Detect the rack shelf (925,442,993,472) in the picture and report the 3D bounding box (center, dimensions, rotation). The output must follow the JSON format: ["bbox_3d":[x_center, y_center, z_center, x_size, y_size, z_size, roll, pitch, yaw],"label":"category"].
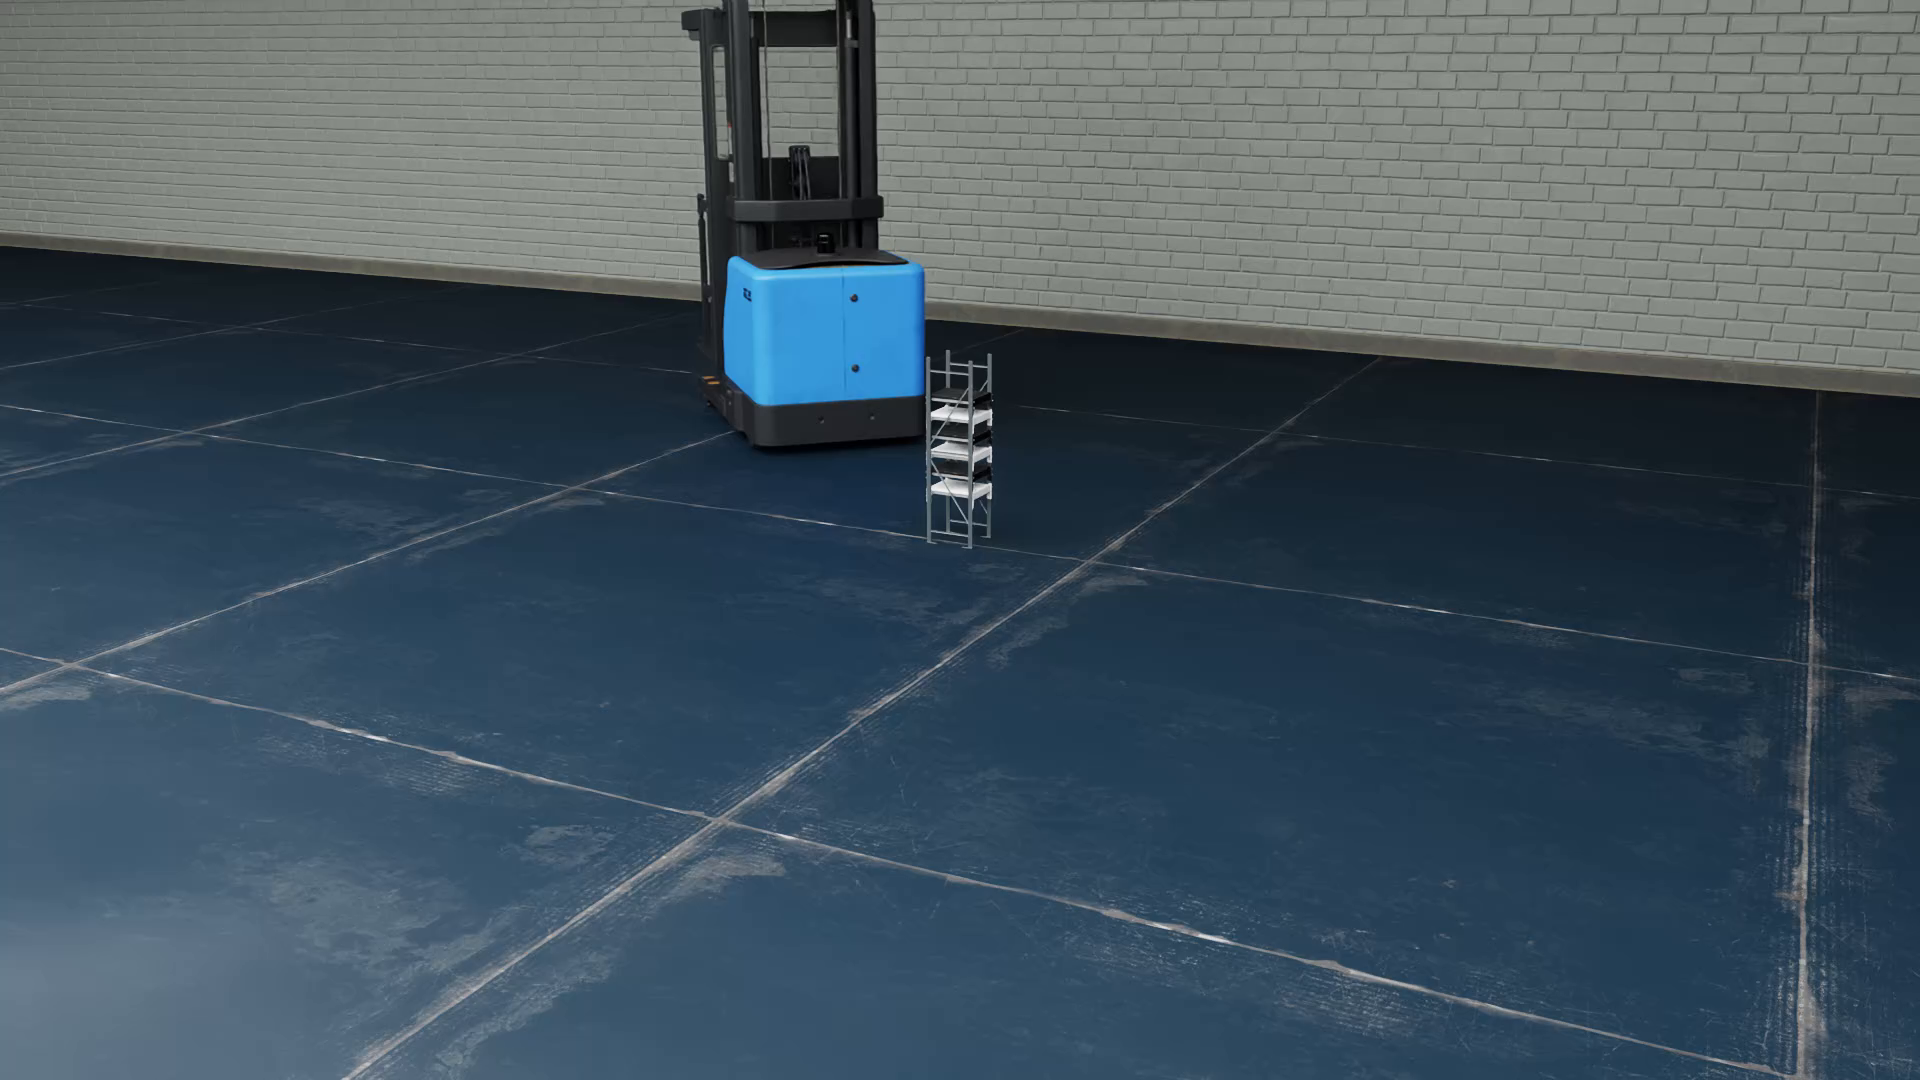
[{"bbox_3d":[-0.004,-0.397,7.899,0.258,0.077,0.200,8,18,25],"label":"rack shelf"}]

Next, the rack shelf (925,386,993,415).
[{"bbox_3d":[-0.004,-0.656,7.822,0.258,0.077,0.200,8,18,25],"label":"rack shelf"}]

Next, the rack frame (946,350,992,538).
[{"bbox_3d":[0.042,-0.455,7.976,0.240,0.900,0.006,8,18,25],"label":"rack frame"}]

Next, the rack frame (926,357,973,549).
[{"bbox_3d":[-0.049,-0.403,7.802,0.240,0.900,0.006,8,18,25],"label":"rack frame"}]

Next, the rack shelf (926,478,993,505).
[{"bbox_3d":[-0.004,-0.225,7.950,0.258,0.077,0.200,8,18,25],"label":"rack shelf"}]

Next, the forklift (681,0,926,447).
[{"bbox_3d":[-1.134,-2.322,10.694,1.130,2.935,3.031,-5,17,-17],"label":"forklift"}]

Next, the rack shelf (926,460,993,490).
[{"bbox_3d":[-0.004,-0.311,7.924,0.258,0.077,0.200,8,18,25],"label":"rack shelf"}]

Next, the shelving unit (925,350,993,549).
[{"bbox_3d":[-0.004,-0.429,7.889,0.258,0.900,0.210,8,18,25],"label":"shelving unit"}]

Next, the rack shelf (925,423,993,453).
[{"bbox_3d":[-0.004,-0.484,7.873,0.258,0.077,0.200,8,18,25],"label":"rack shelf"}]

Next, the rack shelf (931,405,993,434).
[{"bbox_3d":[-0.004,-0.570,7.848,0.258,0.077,0.200,8,18,25],"label":"rack shelf"}]
